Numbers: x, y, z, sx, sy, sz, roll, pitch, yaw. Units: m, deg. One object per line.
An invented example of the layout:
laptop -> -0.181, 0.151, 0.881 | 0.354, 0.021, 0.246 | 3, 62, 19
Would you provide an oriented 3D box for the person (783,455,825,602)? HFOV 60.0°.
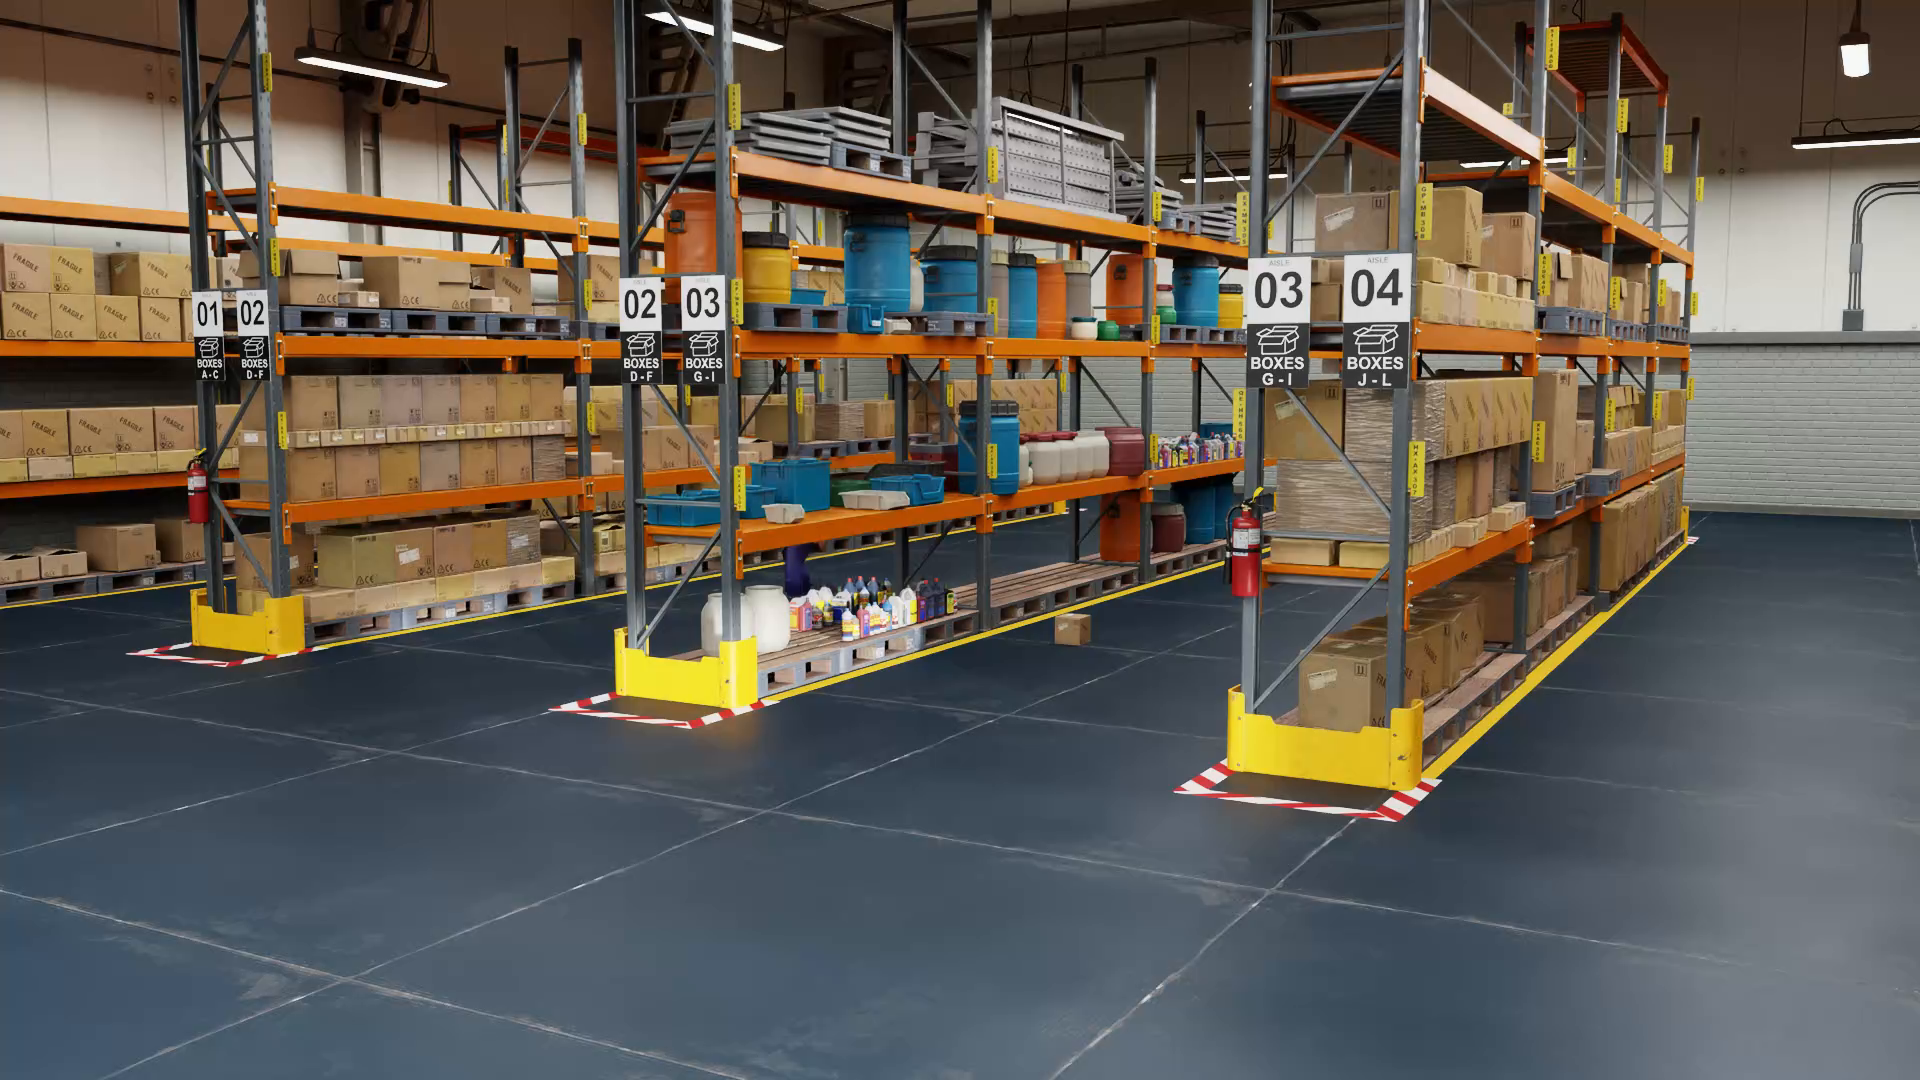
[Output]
person -> -1.687, -0.026, 16.846 | 0.724, 1.676, 0.618 | -6, 8, -43
